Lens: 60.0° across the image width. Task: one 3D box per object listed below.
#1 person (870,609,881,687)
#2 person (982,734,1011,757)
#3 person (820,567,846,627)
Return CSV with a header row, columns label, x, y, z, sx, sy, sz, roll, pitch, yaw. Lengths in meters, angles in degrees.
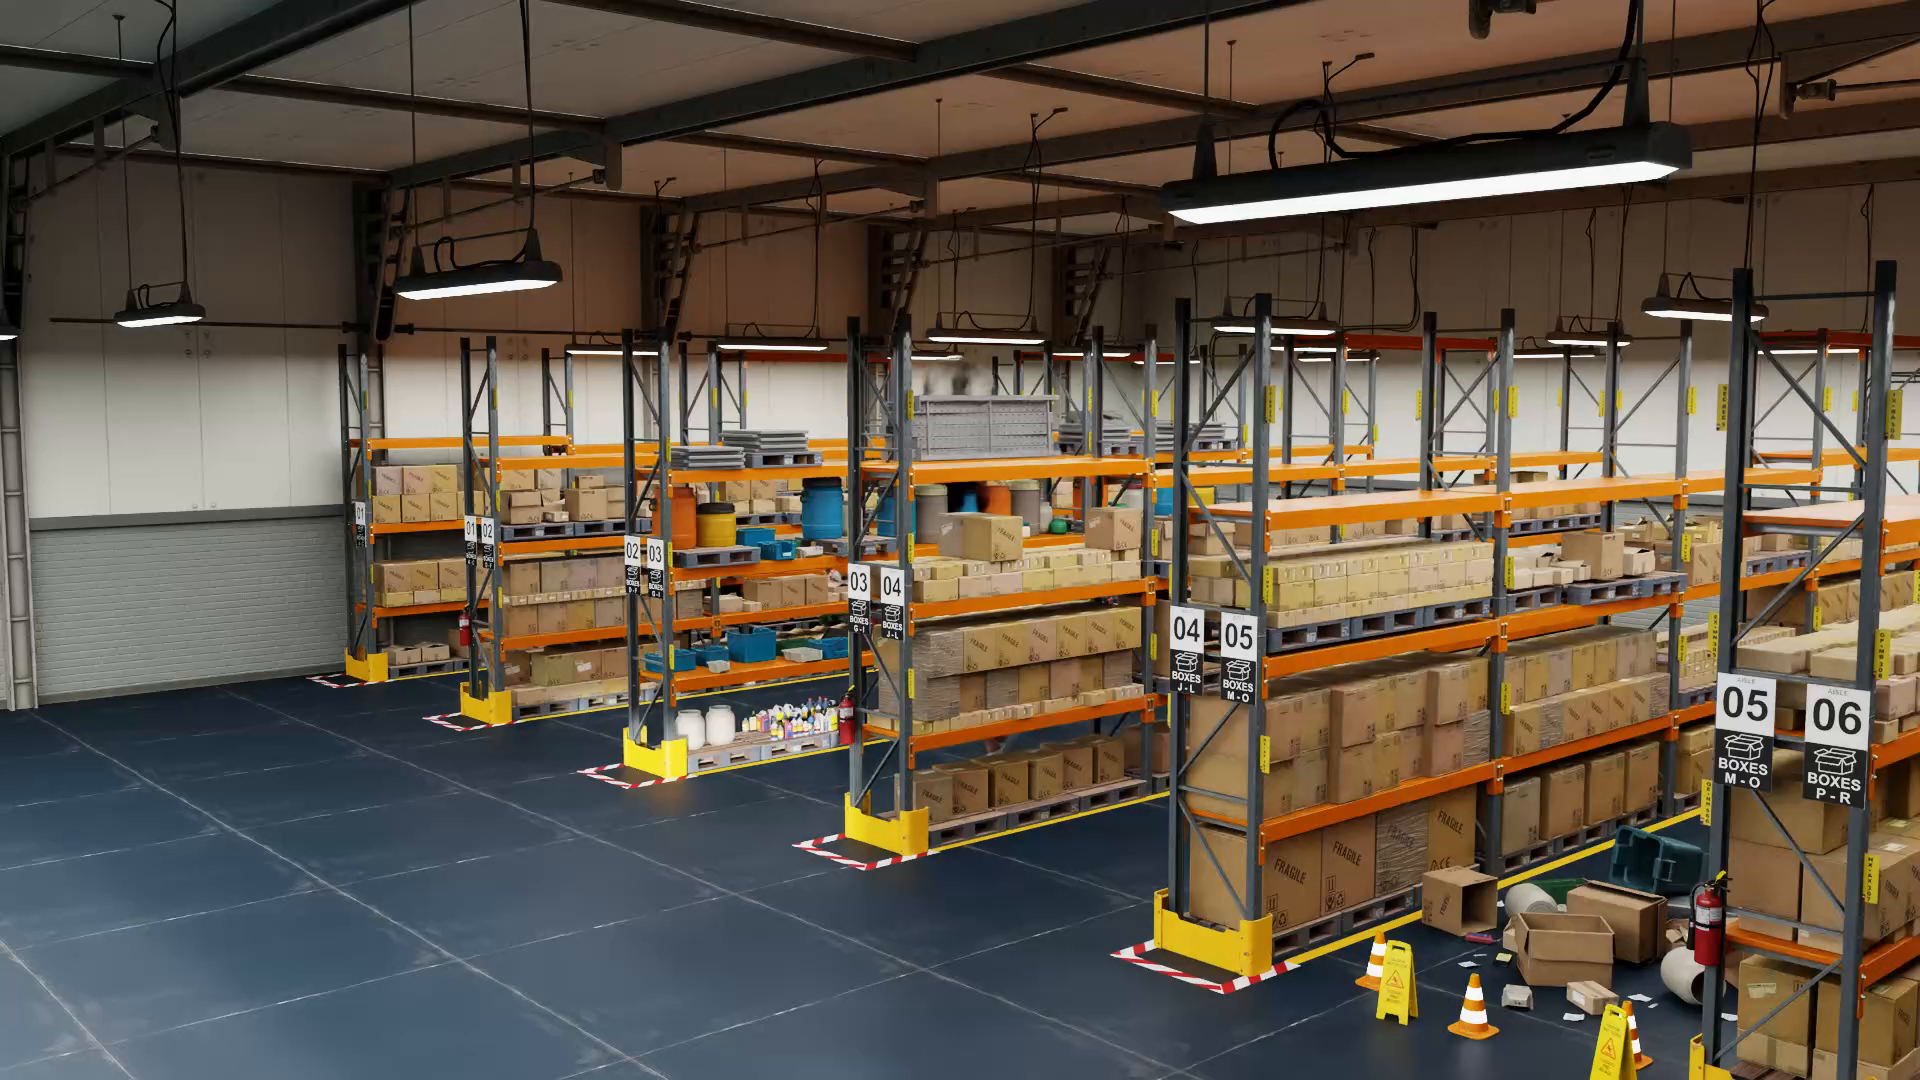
label,x,y,z,sx,sy,sz,roll,pitch,yaw
person,-1.232,1.555,27.491,0.578,1.752,0.665,-4,6,-36
person,0.398,2.154,22.126,0.741,1.555,0.601,-4,6,-38
person,-2.629,1.227,33.920,0.663,1.787,0.902,4,7,39
